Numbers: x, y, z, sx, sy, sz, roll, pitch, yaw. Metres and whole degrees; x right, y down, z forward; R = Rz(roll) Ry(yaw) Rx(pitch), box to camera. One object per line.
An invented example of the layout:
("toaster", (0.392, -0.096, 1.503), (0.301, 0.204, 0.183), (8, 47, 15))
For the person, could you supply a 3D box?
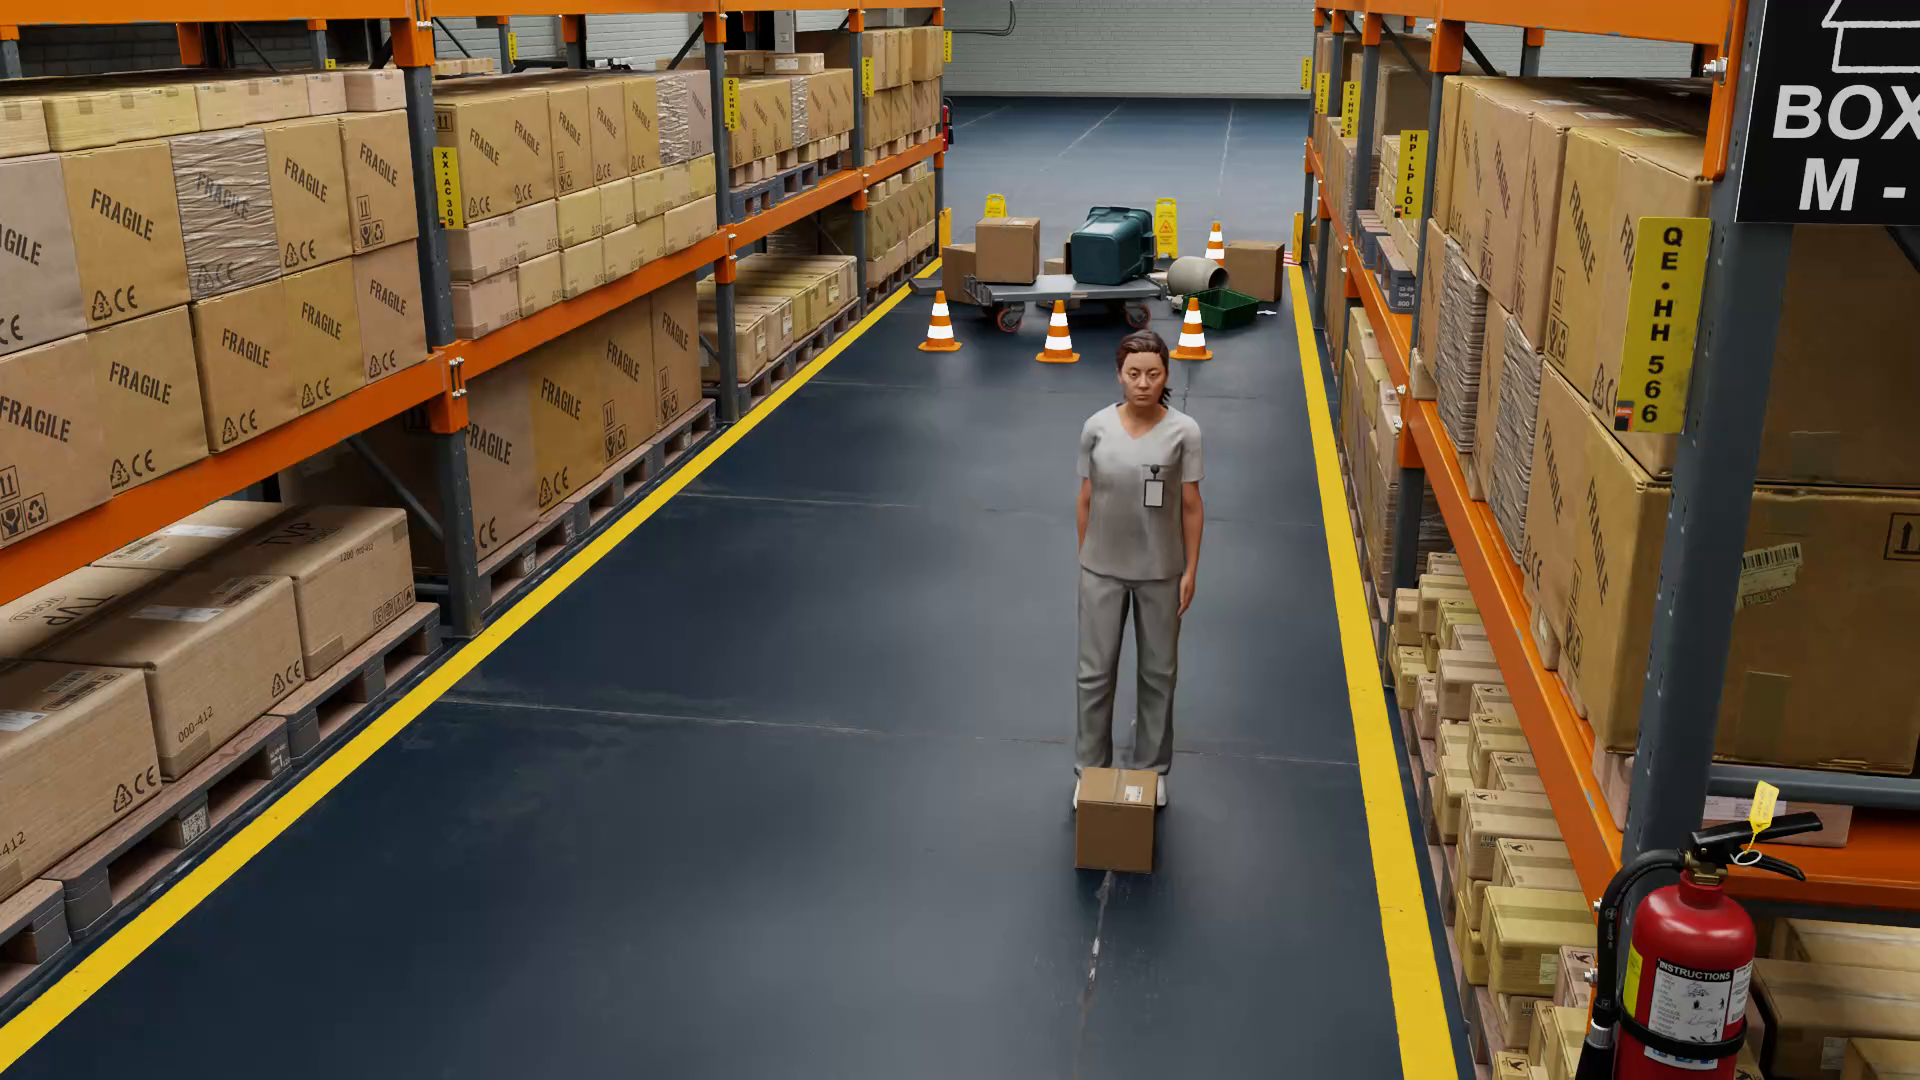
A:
("person", (0.605, 0.114, 5.715), (0.441, 1.669, 0.403), (3, 18, 10))
